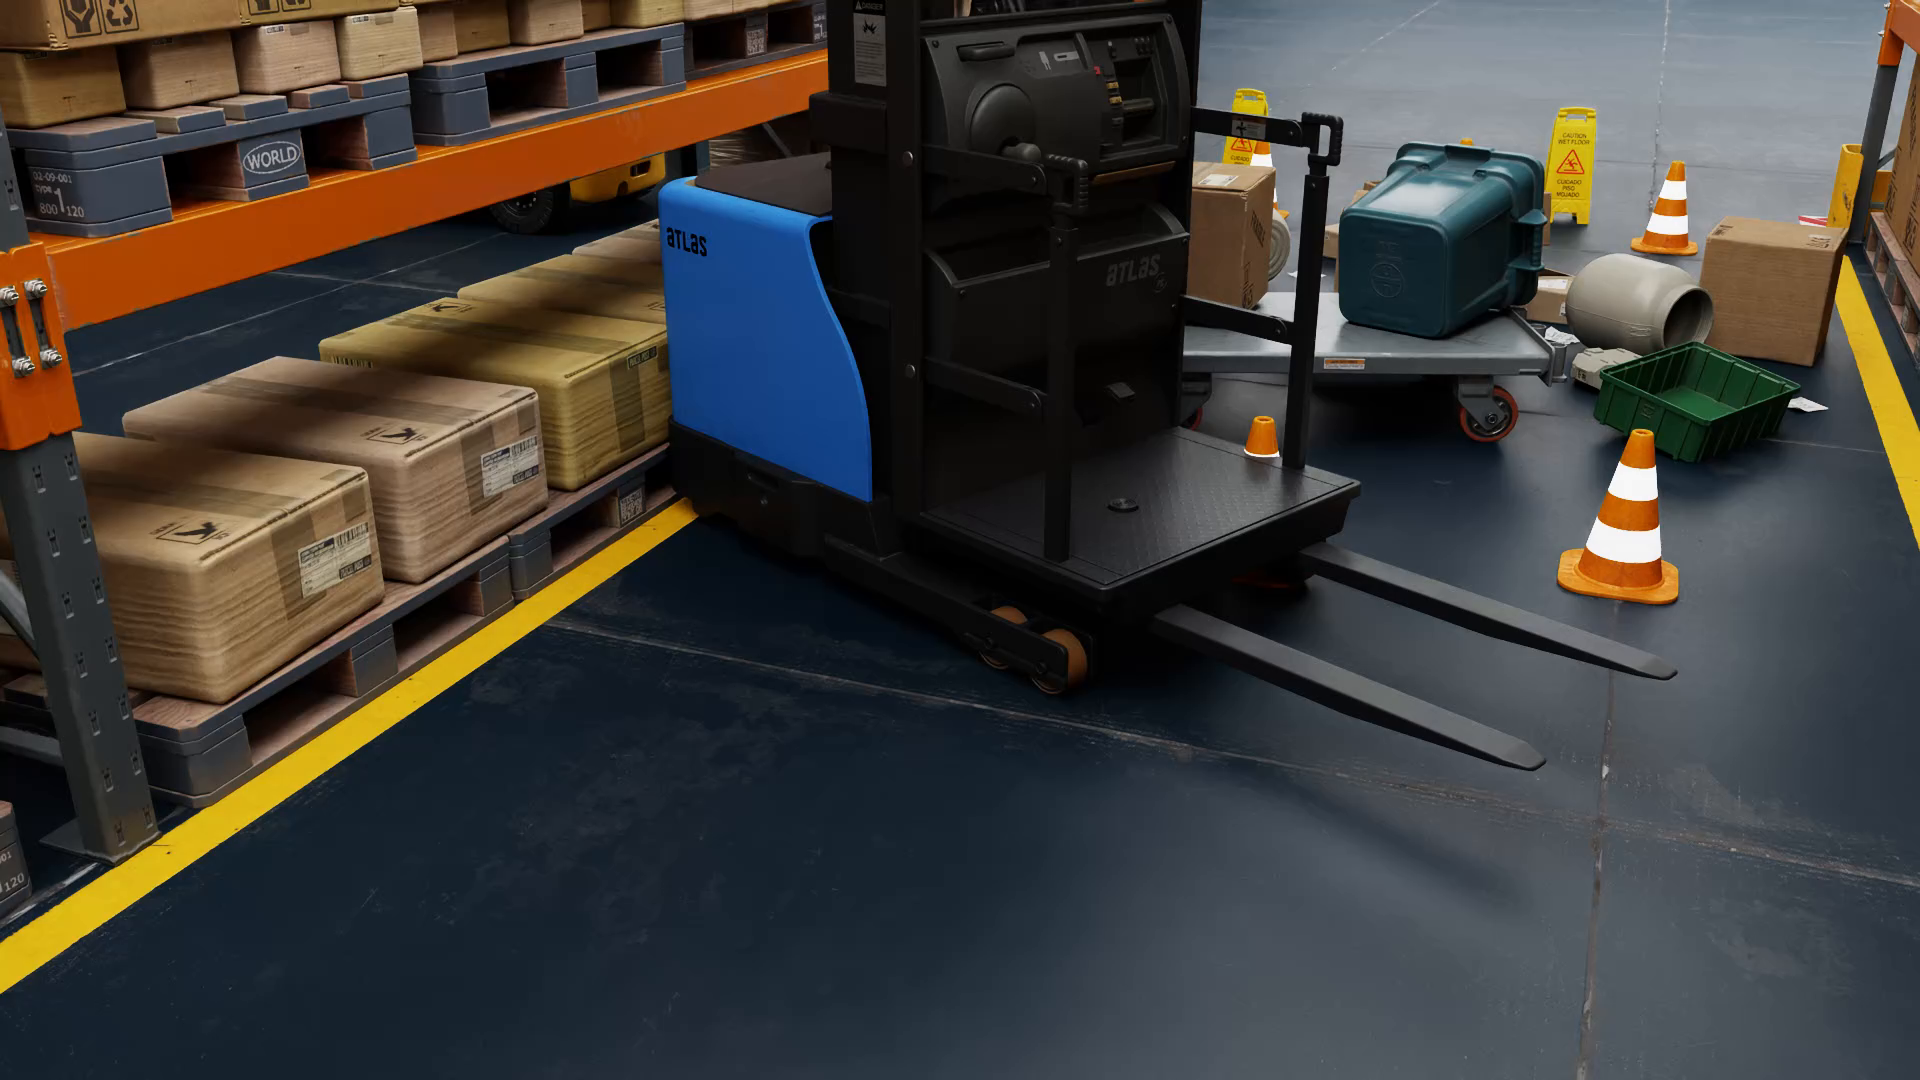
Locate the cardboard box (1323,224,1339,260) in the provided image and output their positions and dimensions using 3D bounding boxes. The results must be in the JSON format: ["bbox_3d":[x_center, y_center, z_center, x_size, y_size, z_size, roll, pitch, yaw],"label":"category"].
[{"bbox_3d":[2.110,-1.565,8.803,0.250,0.149,0.380,-17,28,-35],"label":"cardboard box"}]

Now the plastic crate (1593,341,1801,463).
[{"bbox_3d":[2.717,-0.513,6.160,0.662,0.188,0.450,-17,38,-35],"label":"plastic crate"}]

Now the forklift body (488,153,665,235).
[{"bbox_3d":[-2.899,-3.016,9.680,2.313,2.155,1.214,9,24,20],"label":"forklift body"}]

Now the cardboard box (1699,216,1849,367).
[{"bbox_3d":[3.492,-1.084,7.194,0.500,0.500,0.500,13,26,29],"label":"cardboard box"}]

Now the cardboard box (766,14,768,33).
[{"bbox_3d":[-0.928,-2.250,7.070,0.380,0.149,0.250,9,24,20],"label":"cardboard box"}]

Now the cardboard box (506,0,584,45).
[{"bbox_3d":[-1.312,-1.514,4.765,0.380,0.149,0.250,10,25,22],"label":"cardboard box"}]

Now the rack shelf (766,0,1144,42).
[{"bbox_3d":[-0.022,-2.591,8.493,1.077,0.370,4.000,9,24,20],"label":"rack shelf"}]

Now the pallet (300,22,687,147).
[{"bbox_3d":[-1.553,-1.401,4.961,1.003,0.211,1.213,9,24,20],"label":"pallet"}]

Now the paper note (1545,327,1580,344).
[{"bbox_3d":[2.674,-0.909,7.396,0.172,0.023,0.155,19,29,38],"label":"paper note"}]

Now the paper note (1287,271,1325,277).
[{"bbox_3d":[1.763,-1.357,8.474,0.148,0.019,0.142,19,29,38],"label":"paper note"}]

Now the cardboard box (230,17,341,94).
[{"bbox_3d":[-1.677,-1.131,3.846,0.380,0.149,0.250,7,24,17],"label":"cardboard box"}]

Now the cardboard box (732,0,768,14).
[{"bbox_3d":[-0.876,-1.872,5.620,0.380,0.149,0.250,8,24,19],"label":"cardboard box"}]

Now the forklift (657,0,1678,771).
[{"bbox_3d":[0.424,-1.177,4.264,1.130,2.935,3.031,-20,30,-39],"label":"forklift"}]

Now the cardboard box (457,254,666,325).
[{"bbox_3d":[-1.221,-0.742,6.000,0.950,0.372,0.625,10,25,23],"label":"cardboard box"}]

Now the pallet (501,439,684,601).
[{"bbox_3d":[-1.504,-0.203,5.463,1.003,0.211,1.213,9,24,20],"label":"pallet"}]

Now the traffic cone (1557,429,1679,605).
[{"bbox_3d":[1.968,-0.100,4.889,0.336,0.463,0.334,9,24,20],"label":"traffic cone"}]

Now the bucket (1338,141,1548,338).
[{"bbox_3d":[1.779,-1.104,6.276,0.726,0.611,0.620,19,39,38],"label":"bucket"}]

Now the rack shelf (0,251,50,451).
[{"bbox_3d":[-2.993,0.272,1.640,1.077,0.370,4.000,9,24,20],"label":"rack shelf"}]

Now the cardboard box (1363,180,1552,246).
[{"bbox_3d":[2.419,-1.495,8.177,0.797,0.503,0.637,-7,24,-17],"label":"cardboard box"}]

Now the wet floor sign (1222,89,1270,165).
[{"bbox_3d":[1.785,-2.467,10.318,0.267,0.644,0.232,19,29,38],"label":"wet floor sign"}]

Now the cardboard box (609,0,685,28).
[{"bbox_3d":[-1.092,-1.698,5.204,0.380,0.149,0.250,9,24,20],"label":"cardboard box"}]

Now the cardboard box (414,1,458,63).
[{"bbox_3d":[-1.538,-1.323,4.308,0.380,0.149,0.250,10,25,23],"label":"cardboard box"}]

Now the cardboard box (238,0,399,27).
[{"bbox_3d":[-1.682,-1.468,3.812,0.500,0.500,0.500,10,25,23],"label":"cardboard box"}]

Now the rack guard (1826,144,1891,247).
[{"bbox_3d":[5.363,-1.821,8.961,1.175,0.500,0.348,9,24,20],"label":"rack guard"}]

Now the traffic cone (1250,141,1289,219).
[{"bbox_3d":[1.759,-2.129,9.747,0.336,0.463,0.334,9,24,20],"label":"traffic cone"}]

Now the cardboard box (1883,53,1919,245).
[{"bbox_3d":[5.164,-1.927,8.183,0.875,0.875,0.875,9,24,20],"label":"cardboard box"}]

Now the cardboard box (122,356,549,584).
[{"bbox_3d":[-1.765,-0.223,4.756,0.950,0.372,0.625,8,24,19],"label":"cardboard box"}]

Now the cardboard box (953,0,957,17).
[{"bbox_3d":[-0.234,-2.355,7.322,0.380,0.149,0.250,9,24,20],"label":"cardboard box"}]

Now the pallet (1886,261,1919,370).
[{"bbox_3d":[4.675,-0.947,7.242,1.003,0.211,1.213,9,24,20],"label":"pallet"}]

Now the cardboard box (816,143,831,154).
[{"bbox_3d":[-0.295,-1.650,7.359,0.500,0.500,0.500,10,25,23],"label":"cardboard box"}]

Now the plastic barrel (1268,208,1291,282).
[{"bbox_3d":[1.359,-1.494,8.276,0.421,0.421,0.512,-12,25,-26],"label":"plastic barrel"}]

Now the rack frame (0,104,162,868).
[{"bbox_3d":[-2.251,-0.775,3.215,1.000,3.000,0.127,9,24,20],"label":"rack frame"}]

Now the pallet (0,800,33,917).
[{"bbox_3d":[-2.613,0.783,3.102,1.003,0.211,1.213,9,24,20],"label":"pallet"}]

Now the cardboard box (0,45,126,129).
[{"bbox_3d":[-1.957,-0.943,3.397,0.380,0.149,0.250,7,24,17],"label":"cardboard box"}]
